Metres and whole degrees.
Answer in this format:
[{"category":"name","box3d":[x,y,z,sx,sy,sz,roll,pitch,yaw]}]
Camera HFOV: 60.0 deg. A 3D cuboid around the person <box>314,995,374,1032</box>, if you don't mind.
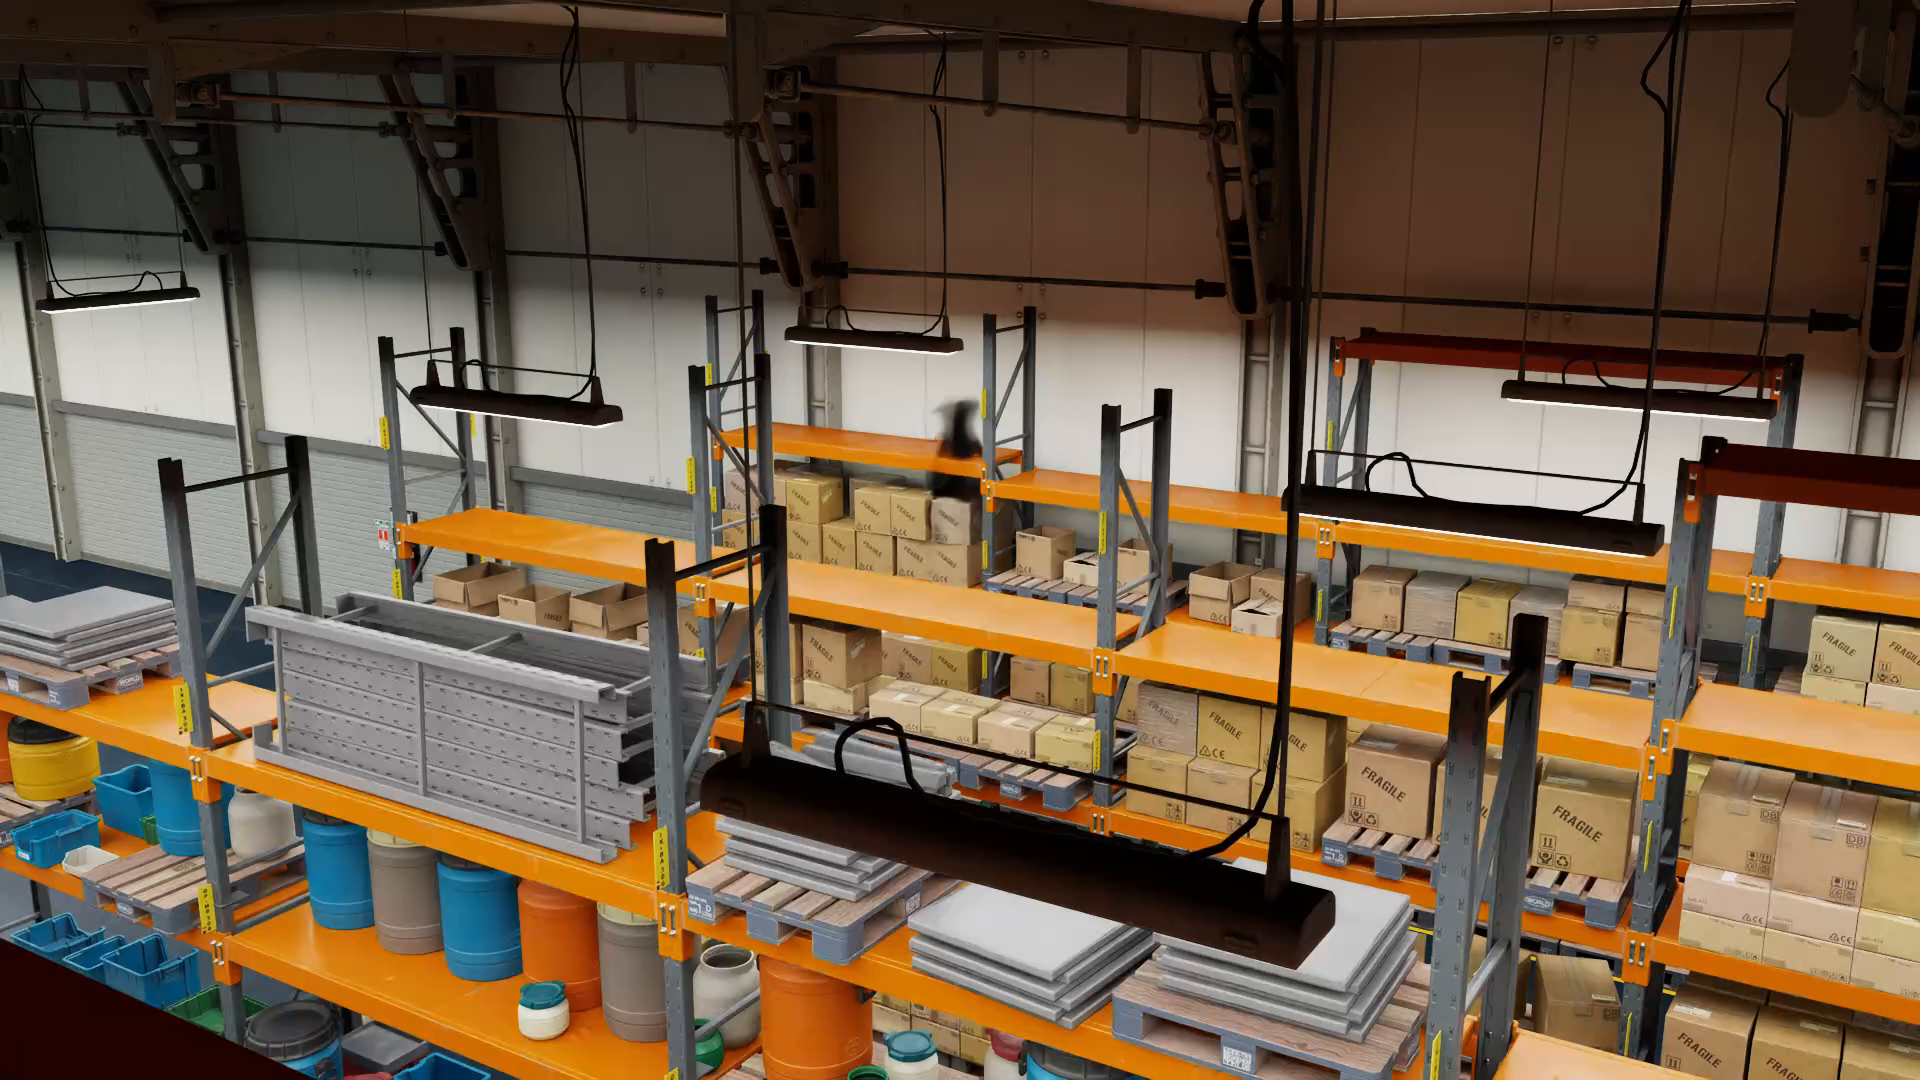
[{"category":"person","box3d":[-4.990,3.914,13.839,0.662,1.692,0.730,-10,17,-36]}]
